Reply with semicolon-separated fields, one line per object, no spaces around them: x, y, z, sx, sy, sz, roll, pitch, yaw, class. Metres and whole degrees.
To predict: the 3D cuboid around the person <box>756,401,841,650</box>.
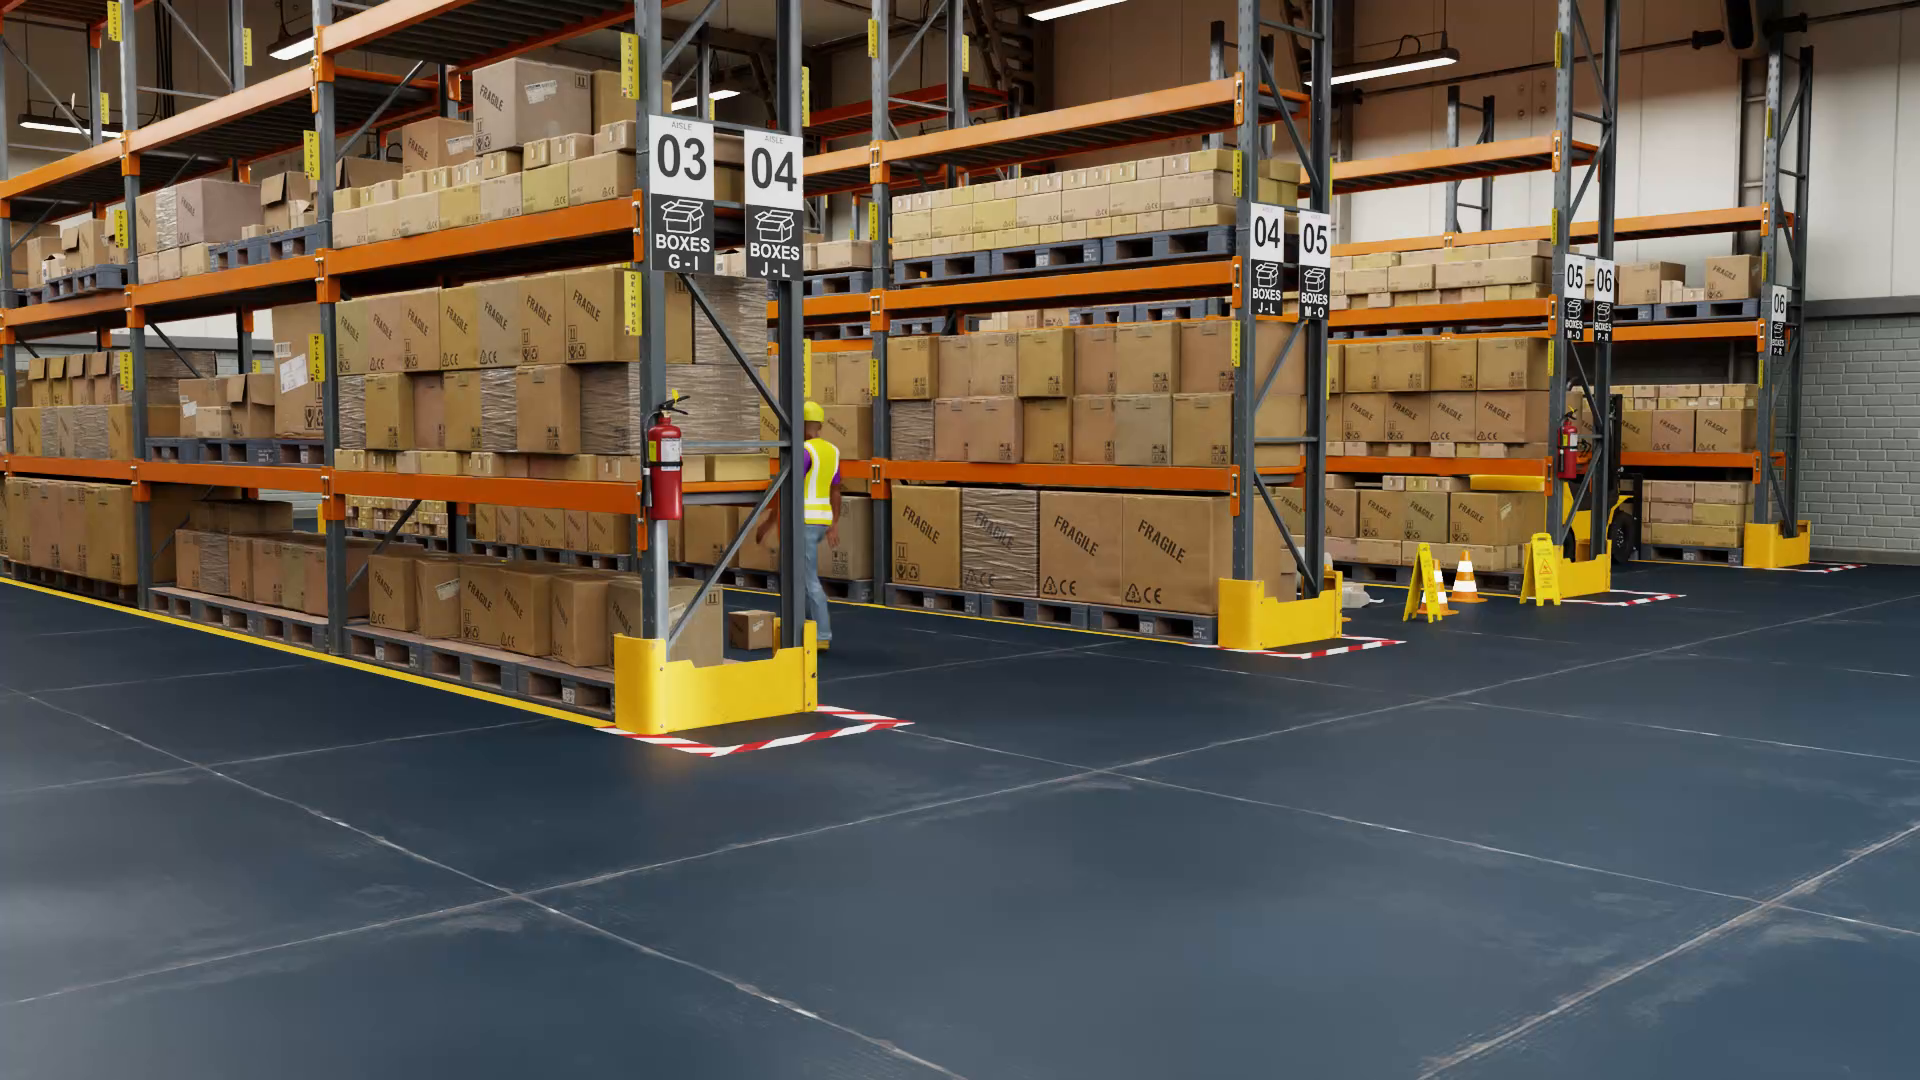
-1.140;-0.068;11.831;0.502;1.831;0.584;1;4;17;person
